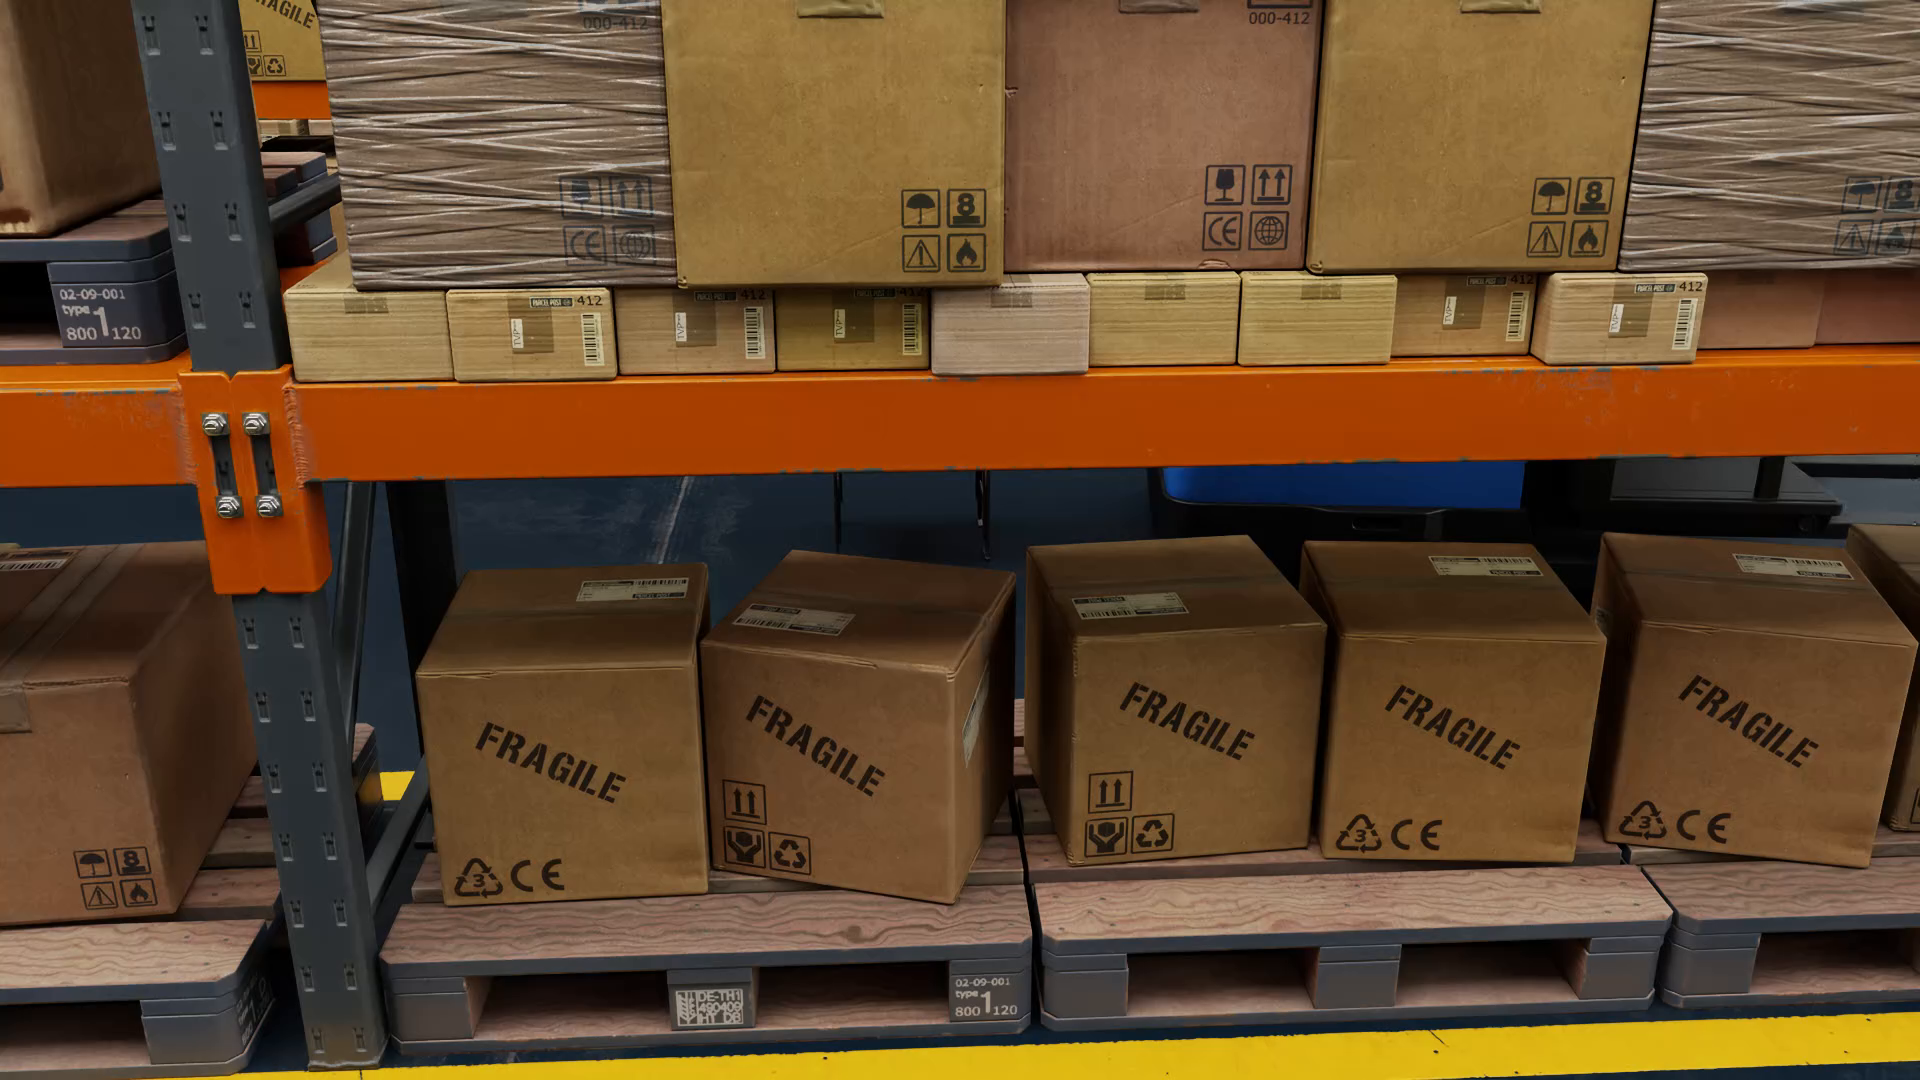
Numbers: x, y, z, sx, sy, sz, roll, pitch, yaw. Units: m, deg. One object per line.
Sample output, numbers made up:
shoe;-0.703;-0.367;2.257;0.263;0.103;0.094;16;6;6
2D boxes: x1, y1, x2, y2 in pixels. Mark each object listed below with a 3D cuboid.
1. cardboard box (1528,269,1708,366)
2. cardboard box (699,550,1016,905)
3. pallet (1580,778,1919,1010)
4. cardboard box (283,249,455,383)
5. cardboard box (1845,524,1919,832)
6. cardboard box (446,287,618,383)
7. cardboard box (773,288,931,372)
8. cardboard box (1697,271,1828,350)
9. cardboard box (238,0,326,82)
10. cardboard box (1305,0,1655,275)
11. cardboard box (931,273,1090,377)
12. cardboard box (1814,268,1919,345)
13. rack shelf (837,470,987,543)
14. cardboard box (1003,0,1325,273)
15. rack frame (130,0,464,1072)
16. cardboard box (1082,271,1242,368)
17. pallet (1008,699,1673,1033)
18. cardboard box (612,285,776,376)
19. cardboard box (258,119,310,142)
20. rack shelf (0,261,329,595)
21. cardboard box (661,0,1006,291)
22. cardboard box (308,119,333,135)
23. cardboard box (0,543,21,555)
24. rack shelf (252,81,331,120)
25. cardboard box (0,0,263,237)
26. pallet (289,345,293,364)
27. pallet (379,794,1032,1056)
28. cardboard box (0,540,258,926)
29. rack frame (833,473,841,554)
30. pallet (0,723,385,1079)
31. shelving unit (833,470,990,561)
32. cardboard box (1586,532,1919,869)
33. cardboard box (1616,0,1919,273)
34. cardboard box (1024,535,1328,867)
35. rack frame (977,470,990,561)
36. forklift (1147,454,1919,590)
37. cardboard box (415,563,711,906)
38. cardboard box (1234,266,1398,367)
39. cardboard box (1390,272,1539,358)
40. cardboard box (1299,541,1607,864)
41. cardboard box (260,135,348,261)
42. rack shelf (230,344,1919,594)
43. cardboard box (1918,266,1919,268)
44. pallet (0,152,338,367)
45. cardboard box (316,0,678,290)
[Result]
cardboard box;1.068;-0.420;2.862;0.250;0.149;0.380;-1;21;-3
cardboard box;-0.188;0.361;3.381;0.500;0.500;0.500;5;22;14
pallet;1.943;0.624;3.685;1.213;0.211;1.003;-1;21;-3
cardboard box;-0.929;-0.383;2.765;0.250;0.149;0.380;-1;21;-3
cardboard box;2.208;0.294;3.555;0.500;0.500;0.500;3;21;7
cardboard box;-0.679;-0.384;2.766;0.250;0.149;0.380;-1;21;-3
cardboard box;-0.182;-0.407;2.828;0.250;0.149;0.380;-1;21;-3
cardboard box;1.312;-0.457;2.958;0.250;0.149;0.380;-1;21;-3
cardboard box;-2.858;-2.288;7.274;0.500;0.500;0.500;-1;21;-2
cardboard box;0.788;-0.815;2.988;0.500;0.500;0.875;-1;21;-3
cardboard box;0.070;-0.398;2.803;0.250;0.149;0.380;-1;21;-3
cardboard box;1.561;-0.470;2.992;0.250;0.149;0.380;-1;21;-3
rack shelf;-0.165;-0.311;5.492;0.480;0.518;0.431;-1;21;-3
cardboard box;0.286;-0.820;3.000;0.500;0.500;0.875;-1;21;-3
rack frame;-1.161;-0.603;2.990;0.127;3.000;1.000;-1;21;-3
cardboard box;0.317;-0.417;2.855;0.250;0.149;0.380;-1;21;-3
pallet;0.728;0.648;3.622;1.213;0.211;1.003;-1;21;-3
cardboard box;-0.431;-0.399;2.805;0.250;0.149;0.380;-1;21;-3
cardboard box;-5.156;-3.018;12.436;0.625;0.372;0.950;-3;21;-7
rack shelf;-3.158;-0.226;3.011;4.000;0.370;1.077;-1;21;-3
cardboard box;-0.207;-0.774;2.879;0.500;0.500;0.875;-1;21;-3
cardboard box;-4.420;-3.036;12.483;0.625;0.372;0.950;-2;21;-4
cardboard box;-2.253;0.367;3.335;0.500;0.500;0.700;-1;21;-3
rack shelf;-3.340;-1.990;7.644;4.000;0.370;1.077;-1;21;-3
cardboard box;-1.962;-1.113;2.896;1.000;1.000;1.000;-1;21;-3
pallet;-3.330;-0.996;7.940;1.213;0.211;1.003;-1;21;-3
pallet;-0.493;0.674;3.555;1.213;0.211;1.003;-1;21;-3
cardboard box;-1.775;0.364;3.343;0.500;0.500;0.700;-3;21;-7
rack frame;-0.409;-0.973;5.226;0.015;2.100;0.400;-1;21;-3
pallet;-1.938;0.716;3.443;1.213;0.211;1.003;-1;21;-3
shelving unit;-0.165;-0.978;5.239;0.503;2.100;0.431;-1;21;-3
cardboard box;1.613;0.319;3.491;0.500;0.500;0.500;4;21;11
cardboard box;1.288;-0.821;3.004;0.500;0.500;0.875;-1;21;-3
cardboard box;0.427;0.320;3.488;0.500;0.500;0.500;-3;21;-8
rack frame;0.078;-0.983;5.252;0.015;2.100;0.400;-1;21;-3
forklift;2.163;-1.343;5.029;3.031;2.935;1.130;1;21;3
cardboard box;-0.760;0.375;3.344;0.500;0.500;0.500;-2;21;-5
cardboard box;0.567;-0.419;2.858;0.250;0.149;0.380;-1;21;-3
cardboard box;0.814;-0.440;2.913;0.250;0.149;0.380;-1;21;-3
cardboard box;0.987;0.325;3.476;0.500;0.500;0.500;1;21;2
cardboard box;-2.921;-1.449;7.783;0.750;0.750;1.050;-1;21;-3
rack shelf;0.836;-0.308;3.224;4.000;0.370;1.077;-1;21;-3
cardboard box;1.789;-0.816;2.990;0.500;0.500;0.875;-1;21;-3
pallet;-1.933;-0.550;3.119;1.213;0.211;1.003;-1;21;-3
cardboard box;-0.708;-0.776;2.885;0.500;0.500;0.875;-1;21;-3
